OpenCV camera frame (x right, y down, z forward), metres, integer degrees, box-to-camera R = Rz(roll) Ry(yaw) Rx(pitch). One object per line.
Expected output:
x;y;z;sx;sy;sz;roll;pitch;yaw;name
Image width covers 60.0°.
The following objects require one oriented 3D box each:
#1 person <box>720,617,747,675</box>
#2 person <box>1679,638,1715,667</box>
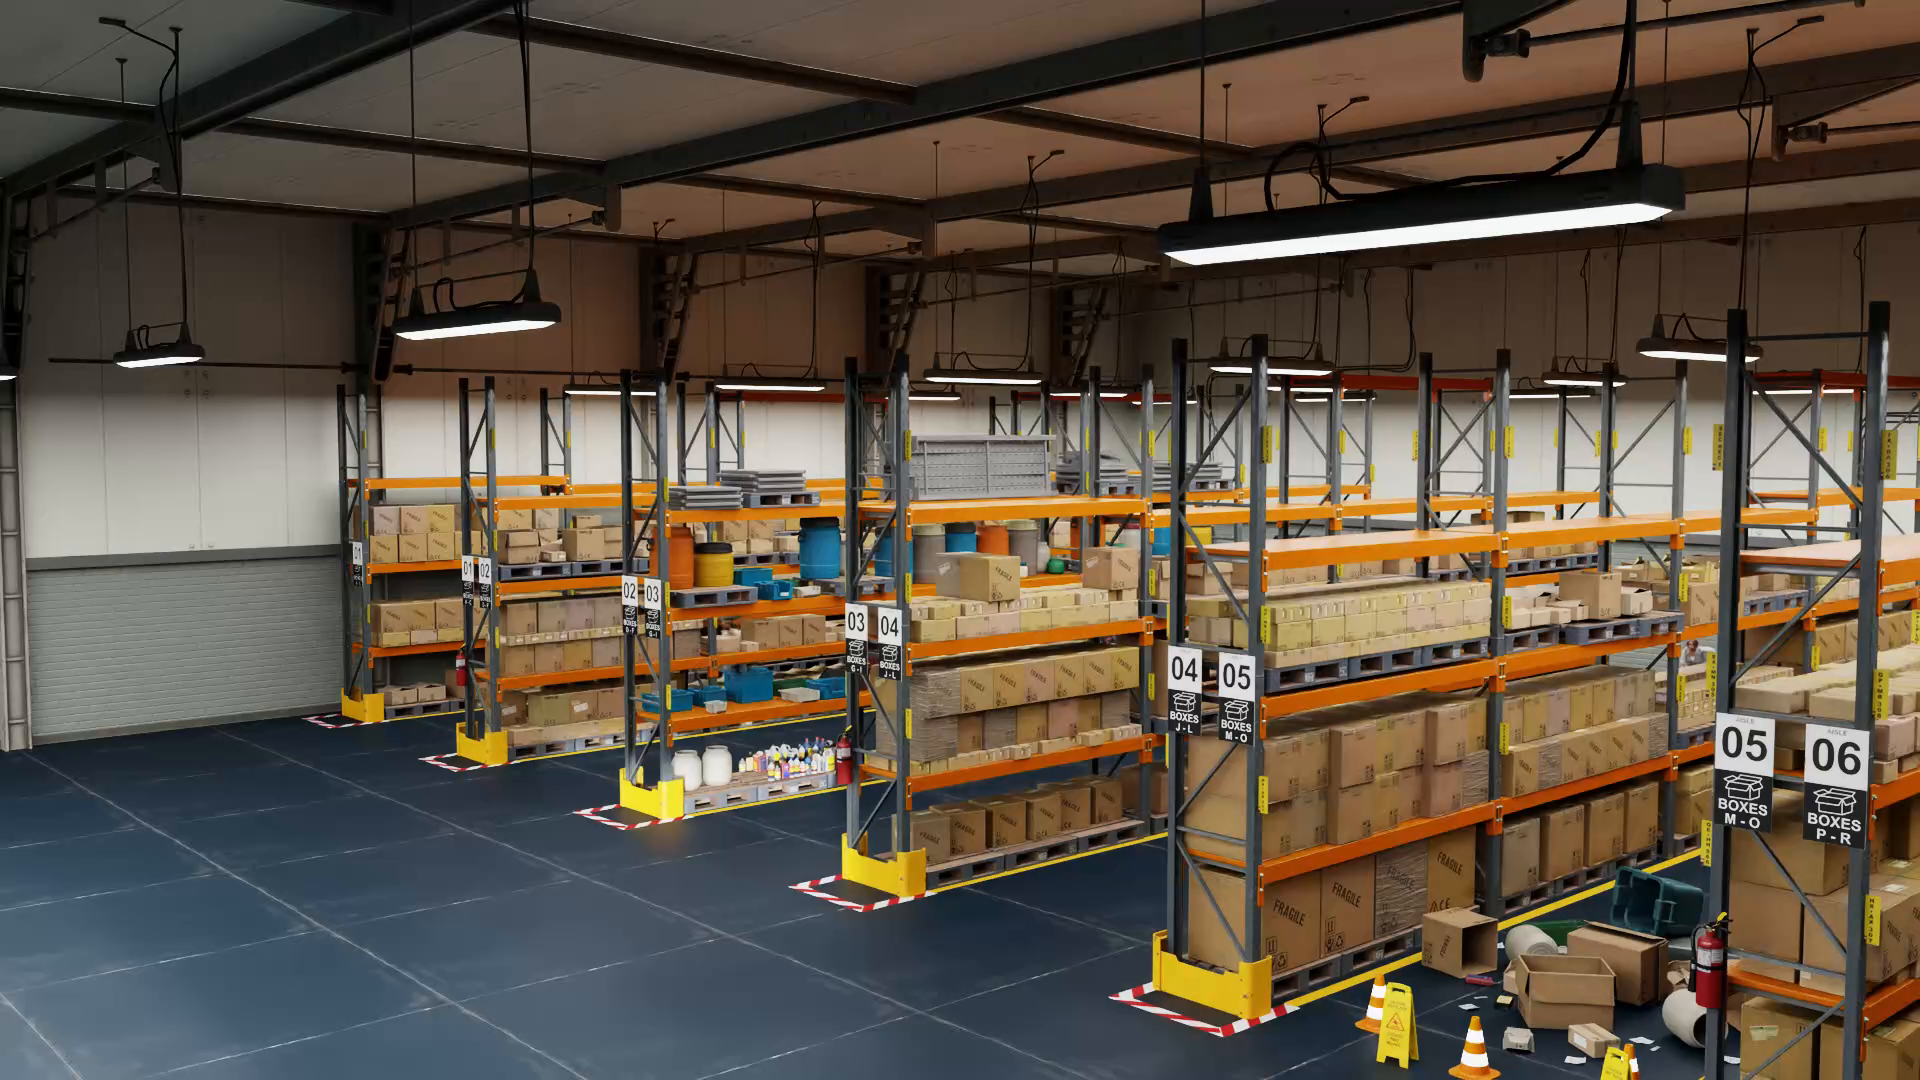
-4.382;2.292;32.148;0.622;1.636;0.782;0;4;5;person
13.318;2.460;30.042;0.584;1.464;0.885;3;5;35;person
